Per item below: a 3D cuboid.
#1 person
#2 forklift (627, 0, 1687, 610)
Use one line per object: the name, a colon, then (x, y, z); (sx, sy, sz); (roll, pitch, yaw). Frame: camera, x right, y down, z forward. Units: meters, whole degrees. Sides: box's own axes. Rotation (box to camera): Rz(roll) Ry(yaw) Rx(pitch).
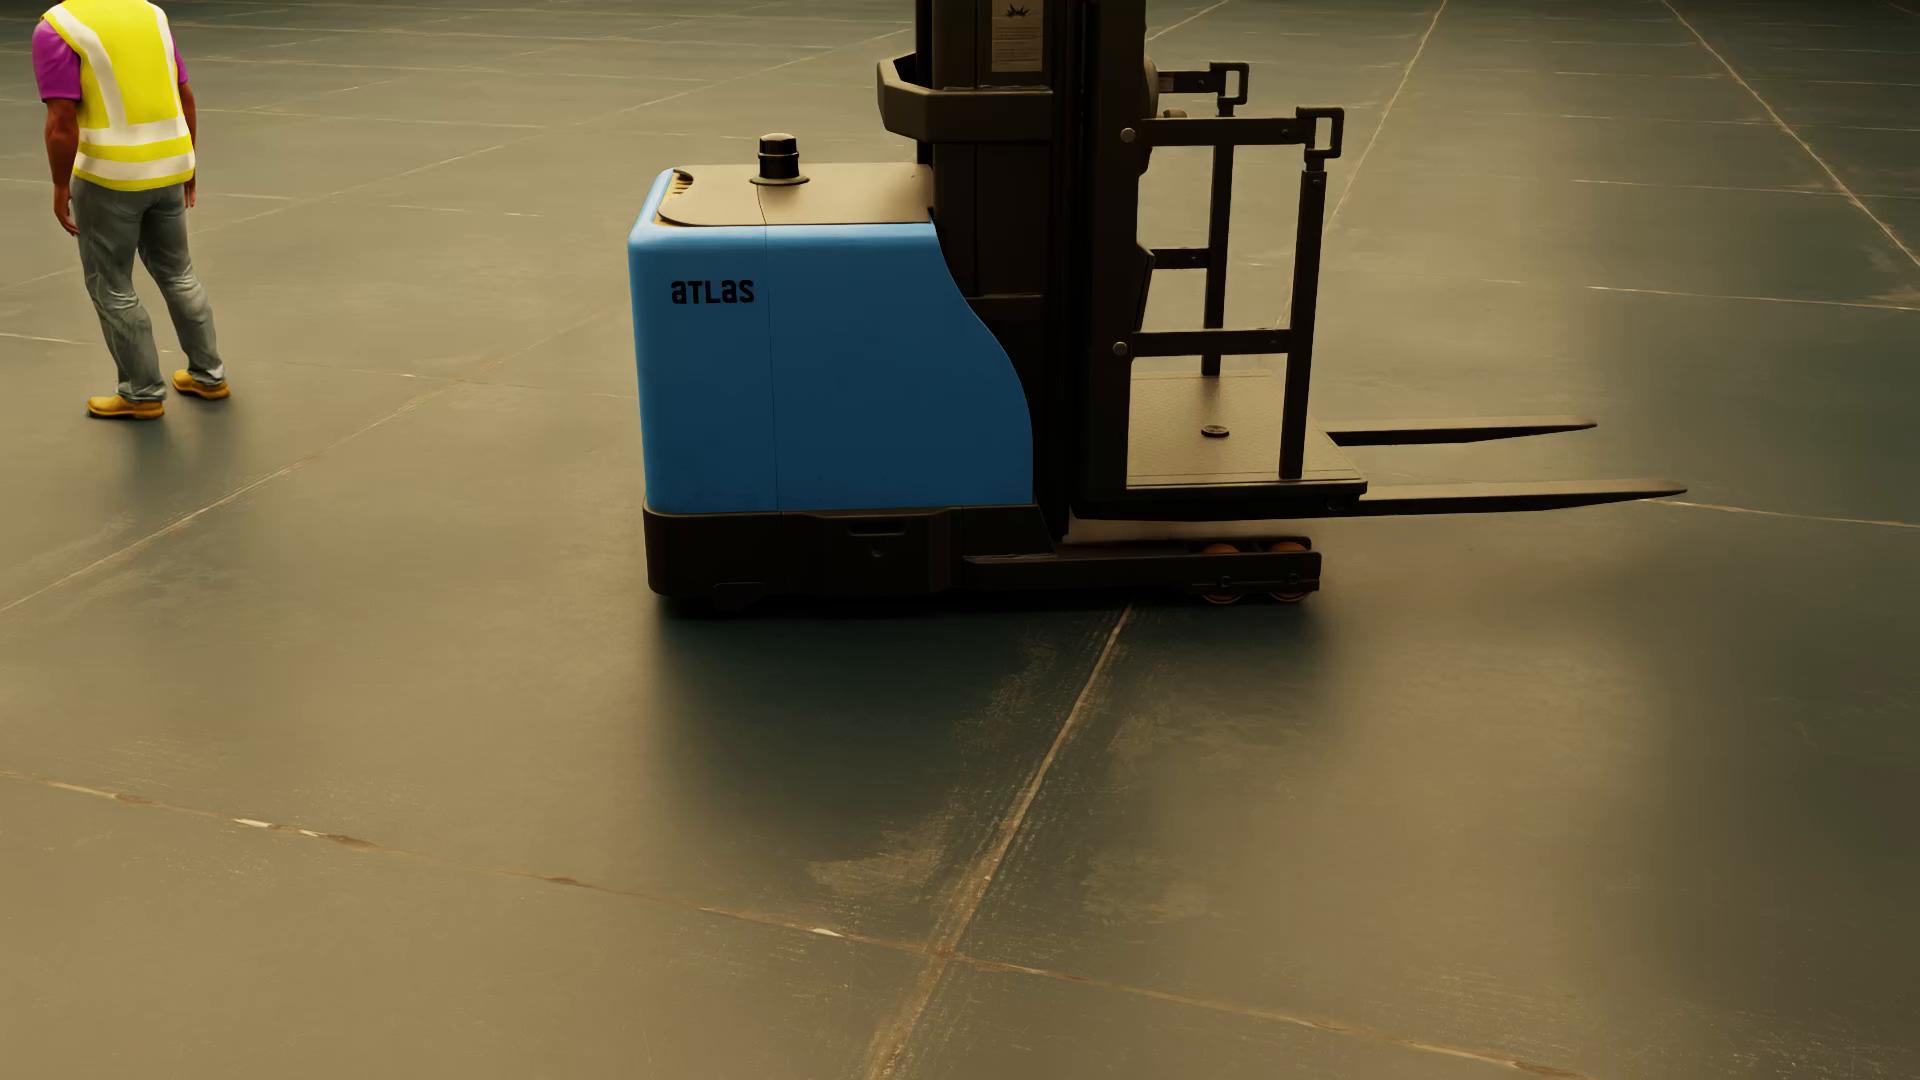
person: (-3.037, -1.330, 6.042); (0.451, 1.759, 0.630); (10, 24, 23)
forklift: (0.606, -1.374, 4.608); (3.031, 2.935, 1.130); (-2, 23, -4)
